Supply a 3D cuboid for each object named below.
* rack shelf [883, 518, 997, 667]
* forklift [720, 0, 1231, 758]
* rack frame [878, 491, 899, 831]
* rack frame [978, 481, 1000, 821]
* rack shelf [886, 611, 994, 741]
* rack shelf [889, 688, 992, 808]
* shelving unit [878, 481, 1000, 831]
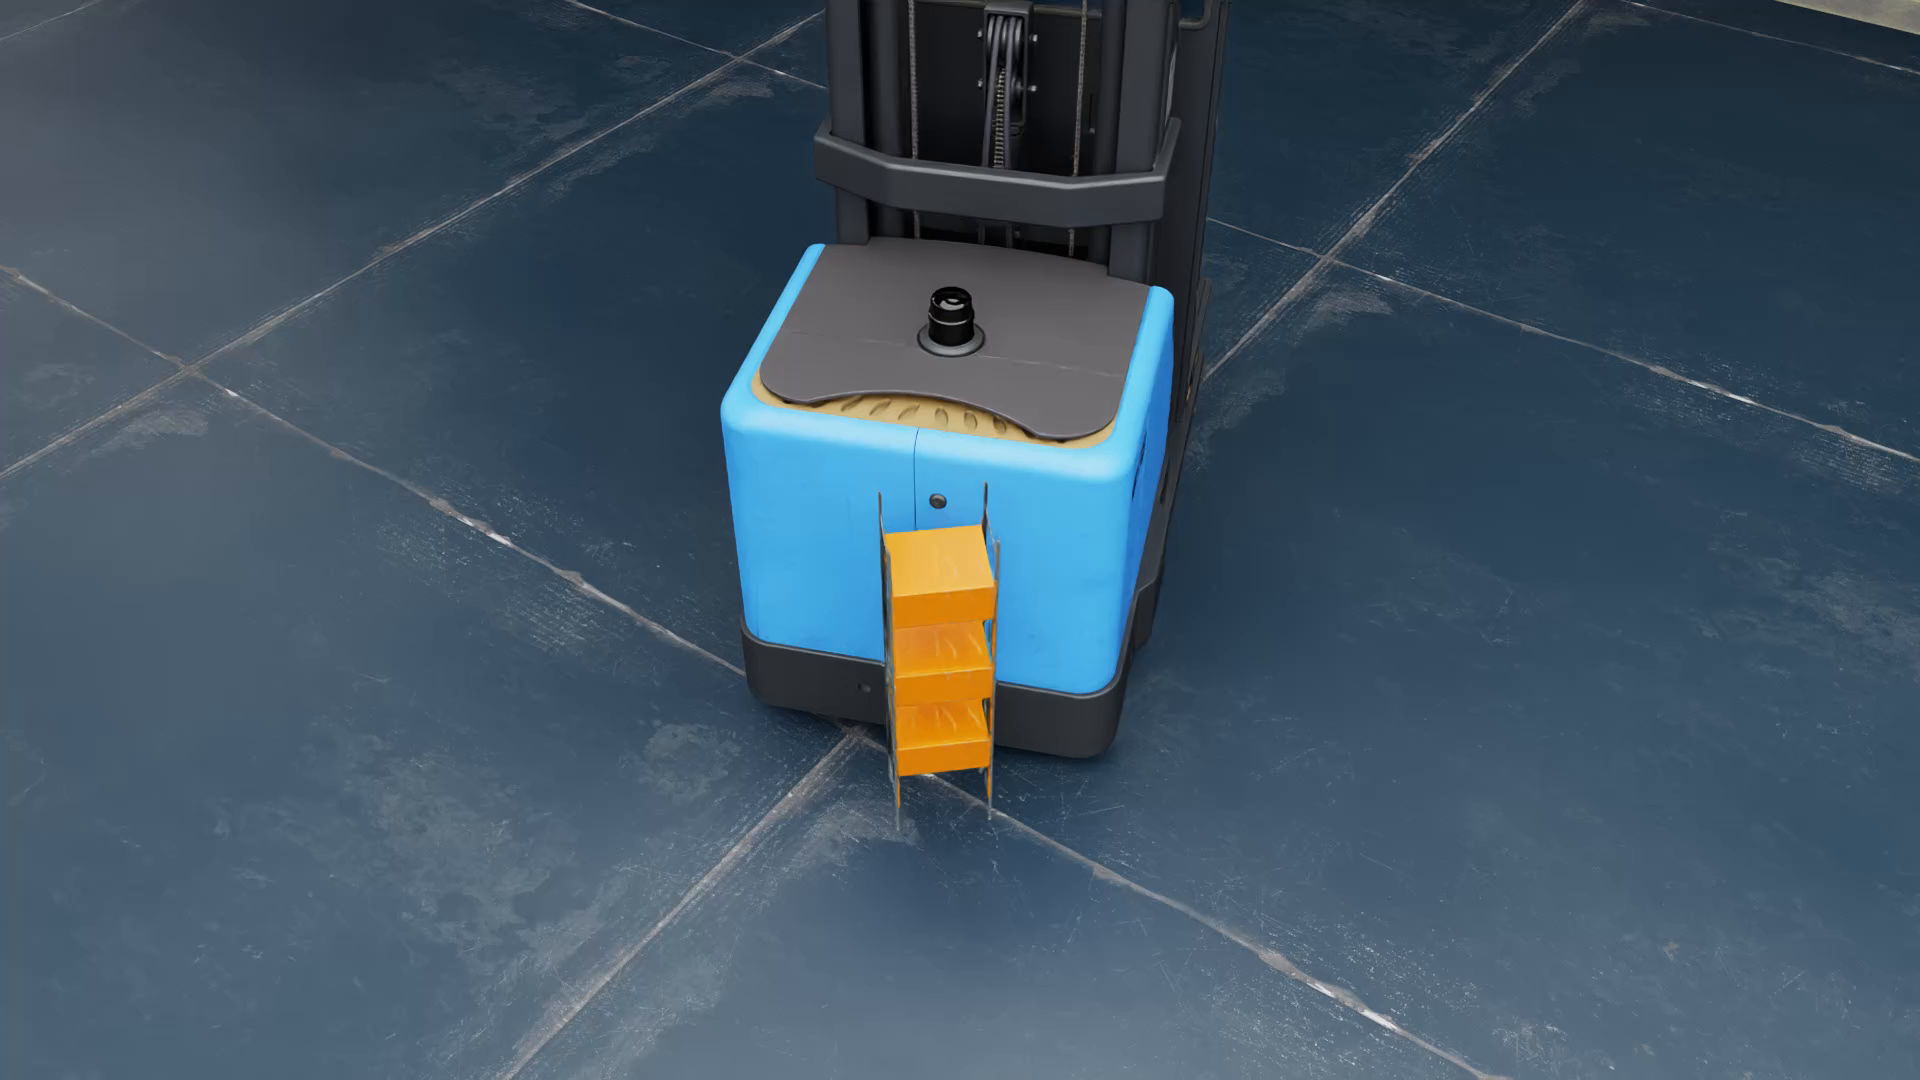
[{"bbox_3d":[-0.051,0.124,3.906,0.240,0.259,0.215,-6,46,-6],"label":"rack shelf"},{"bbox_3d":[0.231,-1.498,4.726,1.130,2.935,3.031,9,43,10],"label":"forklift"},{"bbox_3d":[-0.174,0.328,4.087,0.008,1.050,0.200,-6,46,-6],"label":"rack frame"},{"bbox_3d":[0.068,0.305,4.113,0.008,1.050,0.200,-6,46,-6],"label":"rack frame"},{"bbox_3d":[-0.053,0.324,4.107,0.240,0.259,0.215,-6,46,-6],"label":"rack shelf"},{"bbox_3d":[-0.055,0.520,4.305,0.240,0.259,0.215,-6,46,-6],"label":"rack shelf"},{"bbox_3d":[-0.053,0.316,4.100,0.252,1.050,0.215,-6,46,-6],"label":"shelving unit"}]
